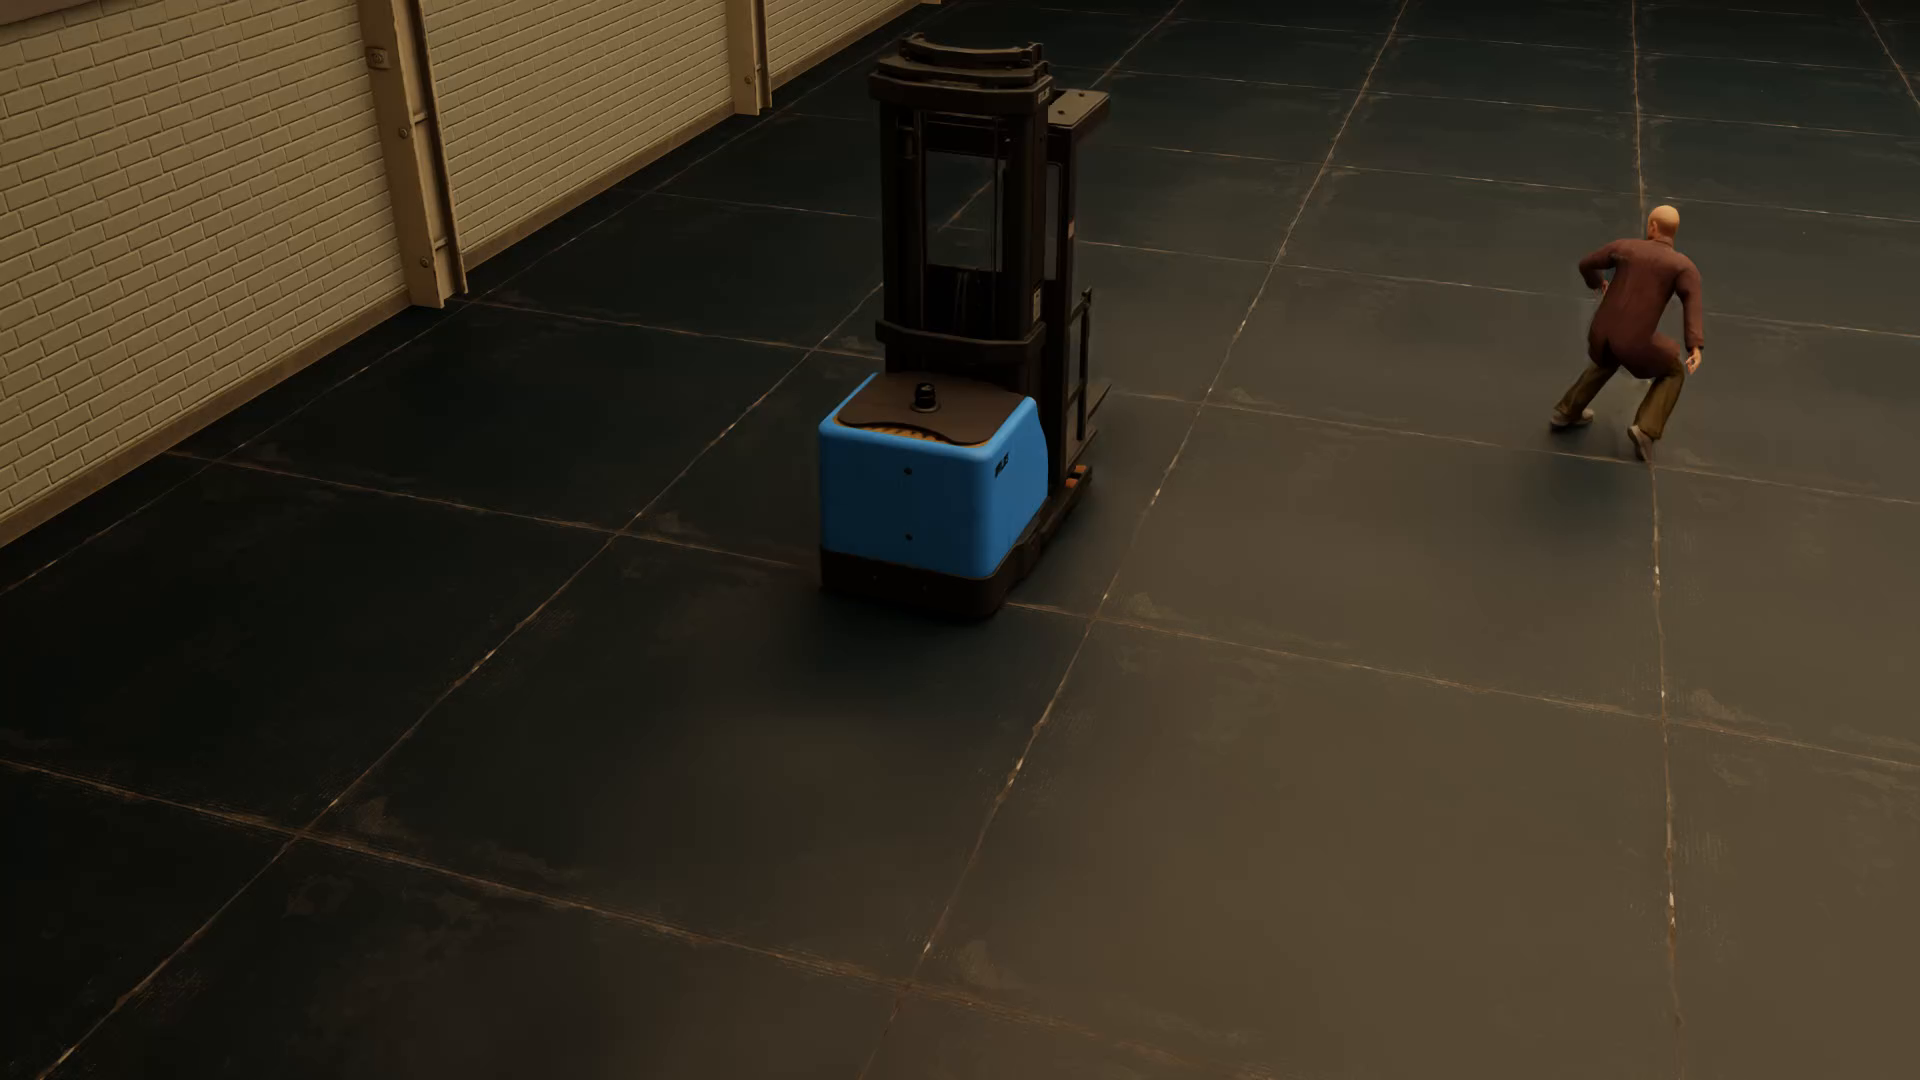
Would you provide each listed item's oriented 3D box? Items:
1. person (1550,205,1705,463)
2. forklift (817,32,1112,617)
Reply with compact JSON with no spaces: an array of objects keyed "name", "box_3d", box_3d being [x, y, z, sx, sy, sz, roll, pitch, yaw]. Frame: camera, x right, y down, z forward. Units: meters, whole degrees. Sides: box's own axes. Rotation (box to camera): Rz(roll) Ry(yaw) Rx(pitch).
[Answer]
[{"name":"person","box_3d":[4.463,-1.334,10.912,0.539,1.689,1.069,-20,35,-31]},{"name":"forklift","box_3d":[0.206,-1.563,9.879,1.130,2.935,3.031,11,31,18]}]
